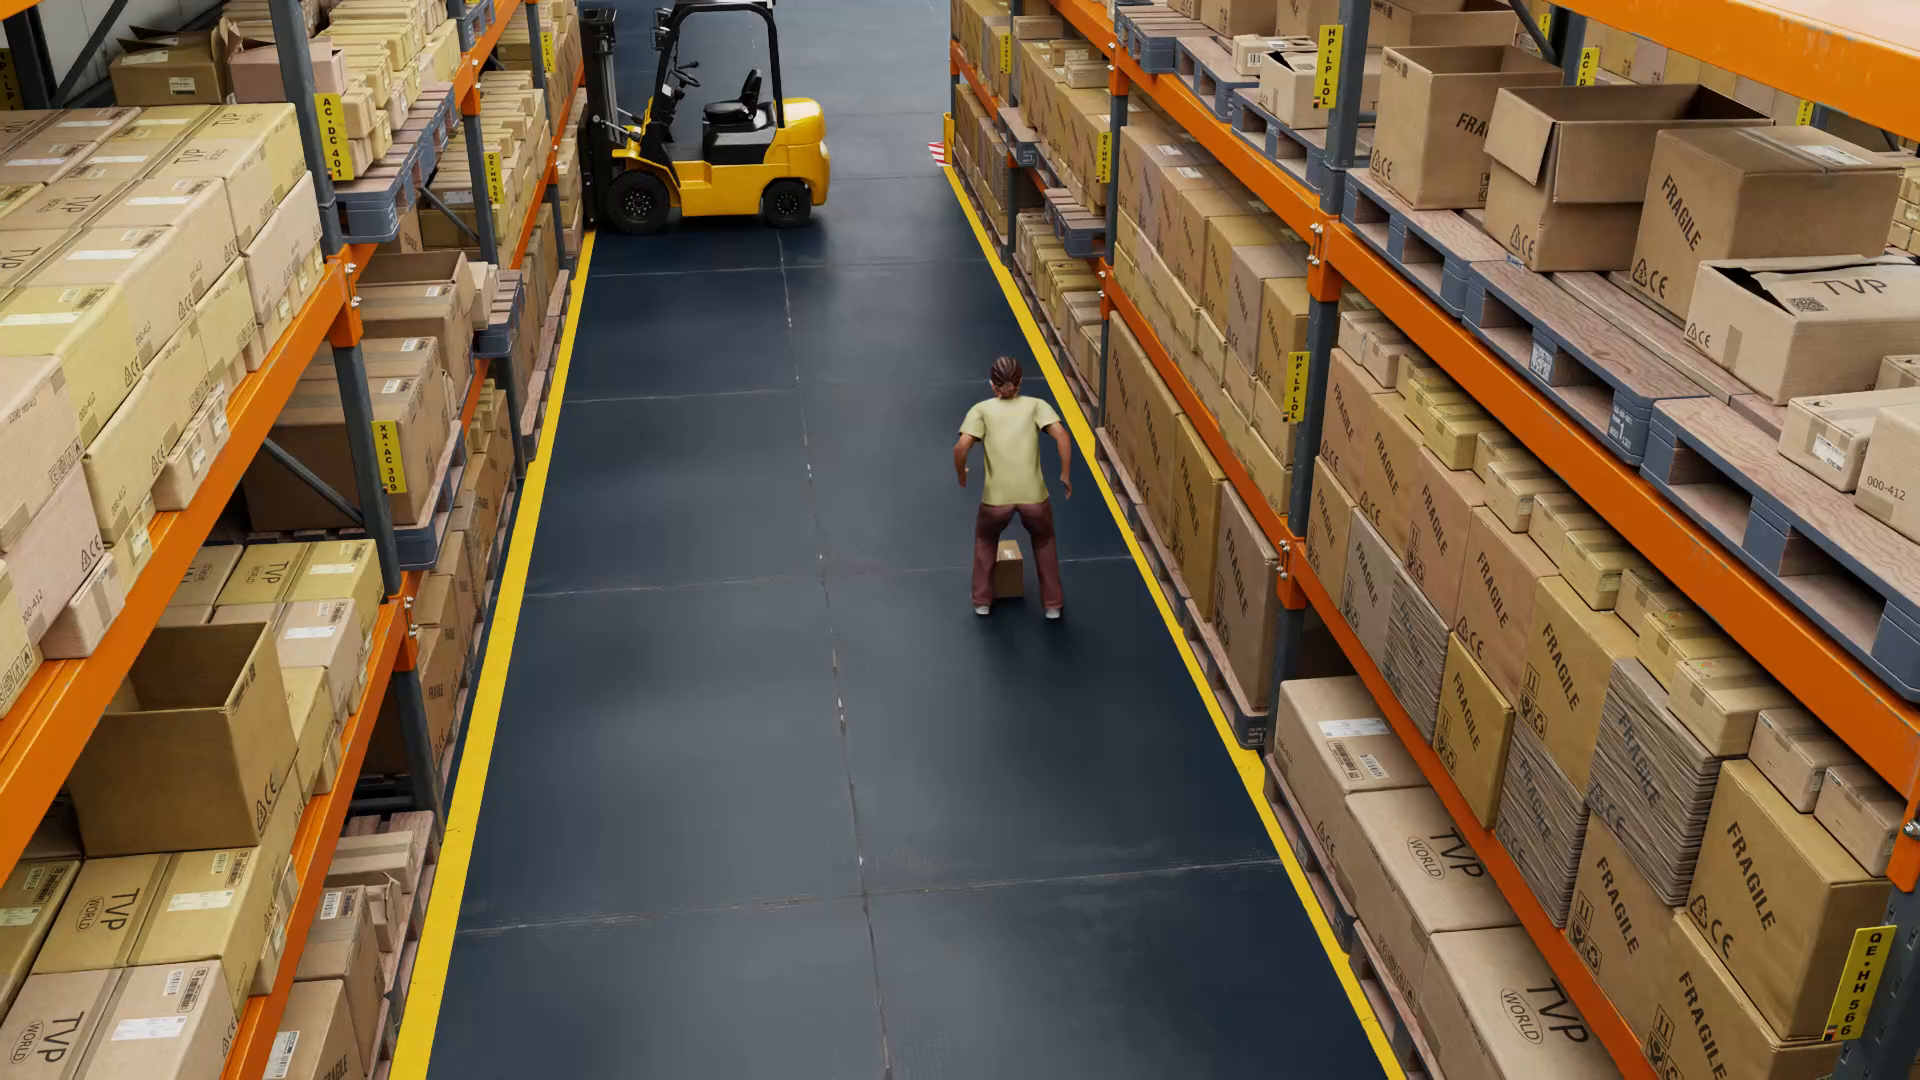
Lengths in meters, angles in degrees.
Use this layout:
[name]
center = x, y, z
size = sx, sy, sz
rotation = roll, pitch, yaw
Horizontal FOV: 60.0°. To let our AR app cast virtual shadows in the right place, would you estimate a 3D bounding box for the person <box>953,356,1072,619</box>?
[person]
center = 0.285, -0.244, 9.275
size = 0.652, 1.511, 0.607
rotation = -1, 27, -1
